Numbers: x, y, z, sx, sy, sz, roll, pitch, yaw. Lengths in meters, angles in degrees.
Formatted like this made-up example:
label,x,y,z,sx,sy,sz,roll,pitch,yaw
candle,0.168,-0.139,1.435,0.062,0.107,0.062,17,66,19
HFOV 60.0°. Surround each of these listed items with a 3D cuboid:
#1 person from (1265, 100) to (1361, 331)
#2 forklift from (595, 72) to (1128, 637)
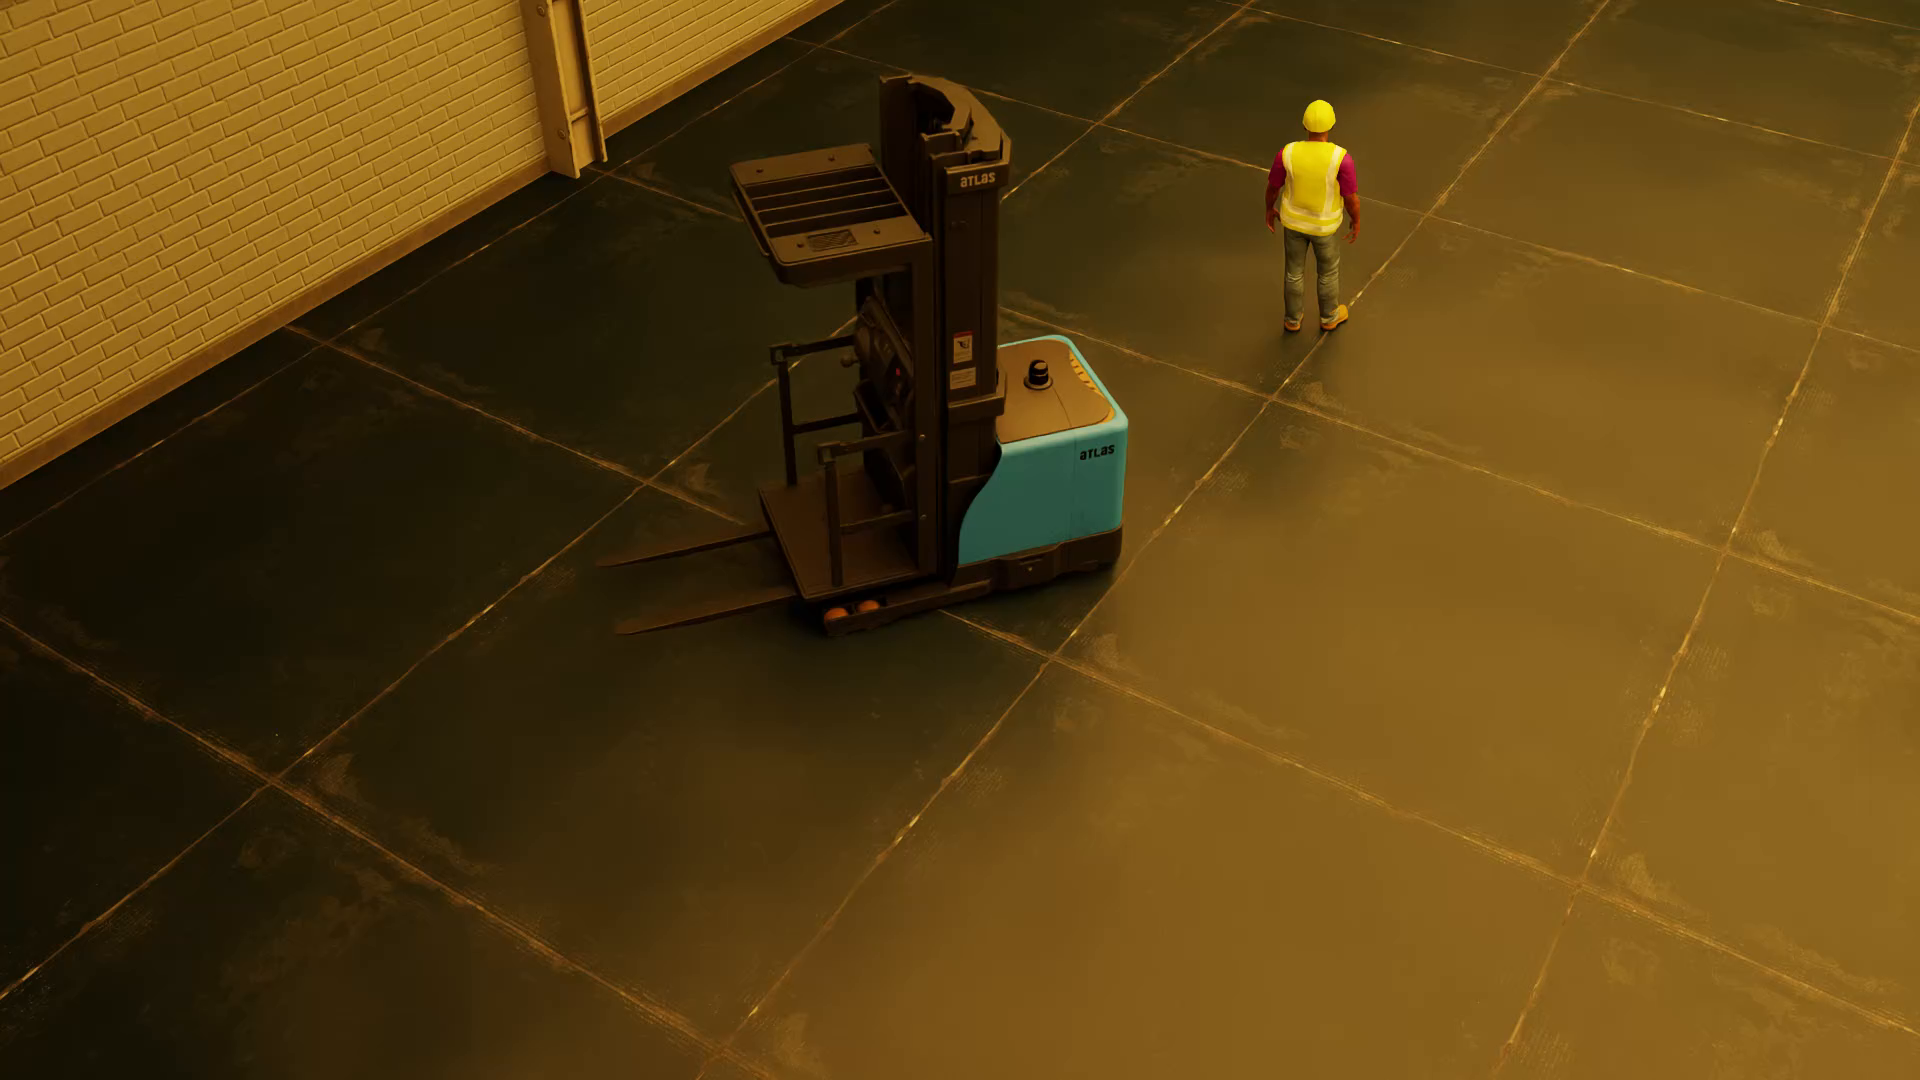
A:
label,x,y,z,sx,sy,sz,roll,pitch,yaw
person,2.453,-2.251,11.513,0.665,1.767,0.576,16,43,18
forklift,-0.604,-0.949,9.087,3.031,2.935,1.130,-13,42,-15
